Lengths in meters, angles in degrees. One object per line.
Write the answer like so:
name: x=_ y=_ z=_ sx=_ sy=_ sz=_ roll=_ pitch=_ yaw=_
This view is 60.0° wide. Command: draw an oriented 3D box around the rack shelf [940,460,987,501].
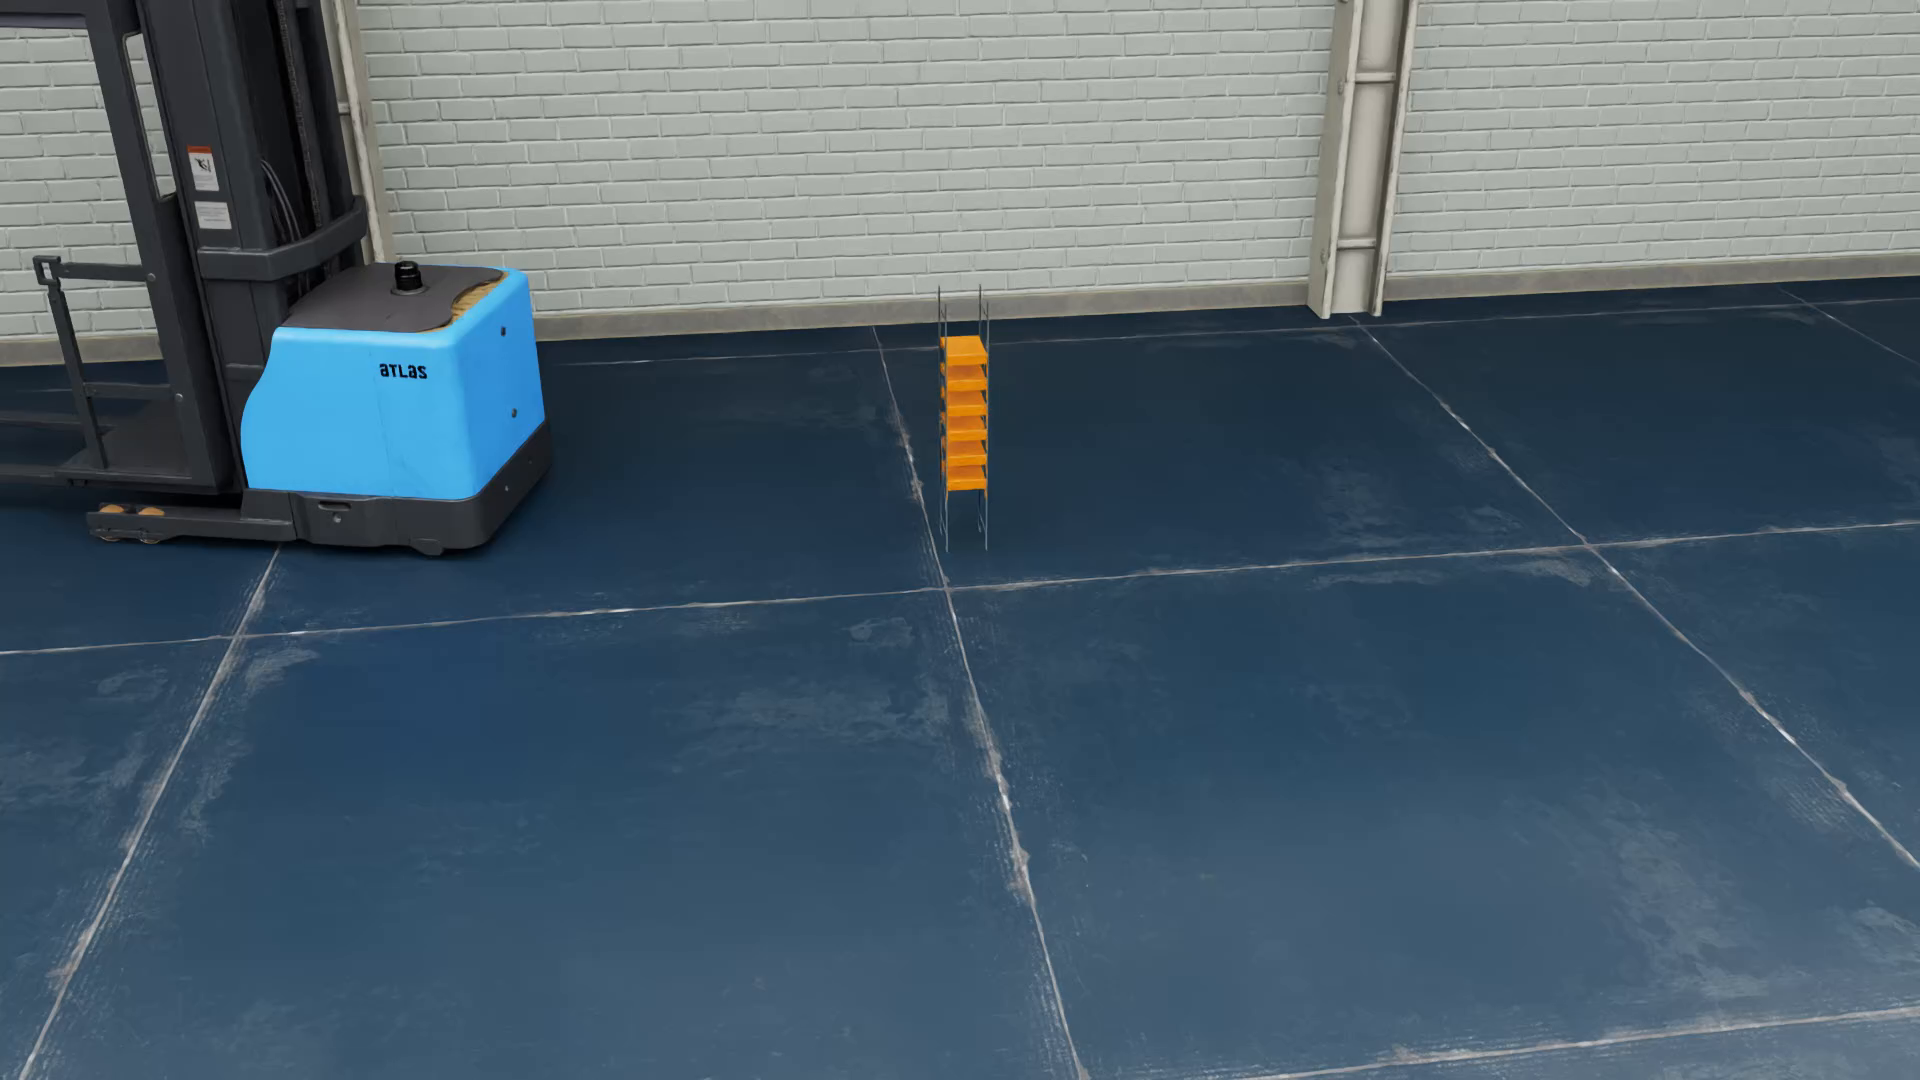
rack shelf: x=0.014 y=-0.282 z=7.608 sx=0.180 sy=0.103 sz=0.258 roll=-4 pitch=27 yaw=-7

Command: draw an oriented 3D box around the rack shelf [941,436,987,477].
rack shelf: x=0.014 y=-0.388 z=7.553 sx=0.180 sy=0.103 sz=0.258 roll=-4 pitch=27 yaw=-7

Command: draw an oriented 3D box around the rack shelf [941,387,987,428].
rack shelf: x=0.014 y=-0.602 z=7.443 sx=0.180 sy=0.103 sz=0.258 roll=-4 pitch=27 yaw=-7

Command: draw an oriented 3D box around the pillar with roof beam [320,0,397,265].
pillar with roof beam: x=-2.894 y=-3.150 z=4.032 sx=0.400 sy=9.000 sz=9.100 roll=-4 pitch=27 yaw=-7

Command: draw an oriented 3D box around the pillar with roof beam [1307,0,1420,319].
pillar with roof beam: x=3.048 y=-3.532 z=4.776 sx=0.400 sy=9.000 sz=9.100 roll=-4 pitch=27 yaw=-7

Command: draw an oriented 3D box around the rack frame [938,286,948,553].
rack frame: x=-0.076 y=-0.529 z=7.467 sx=0.006 sy=1.200 sz=0.240 roll=-4 pitch=27 yaw=-7

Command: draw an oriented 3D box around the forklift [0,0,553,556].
forklift: x=-3.599 y=-1.520 z=7.503 sx=3.031 sy=2.935 sz=1.130 roll=3 pitch=27 yaw=7

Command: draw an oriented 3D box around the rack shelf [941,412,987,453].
rack shelf: x=0.014 y=-0.495 z=7.498 sx=0.180 sy=0.103 sz=0.258 roll=-4 pitch=27 yaw=-7

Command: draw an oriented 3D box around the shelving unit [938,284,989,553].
shelving unit: x=0.014 y=-0.535 z=7.478 sx=0.189 sy=1.200 sz=0.258 roll=-4 pitch=27 yaw=-7

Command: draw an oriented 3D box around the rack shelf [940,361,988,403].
rack shelf: x=0.014 y=-0.709 z=7.389 sx=0.180 sy=0.103 sz=0.258 roll=-4 pitch=27 yaw=-7

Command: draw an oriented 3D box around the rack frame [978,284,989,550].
rack frame: x=0.105 y=-0.541 z=7.489 sx=0.006 sy=1.200 sz=0.240 roll=-4 pitch=27 yaw=-7

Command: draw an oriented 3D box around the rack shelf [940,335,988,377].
rack shelf: x=0.014 y=-0.816 z=7.334 sx=0.180 sy=0.103 sz=0.258 roll=-4 pitch=27 yaw=-7
